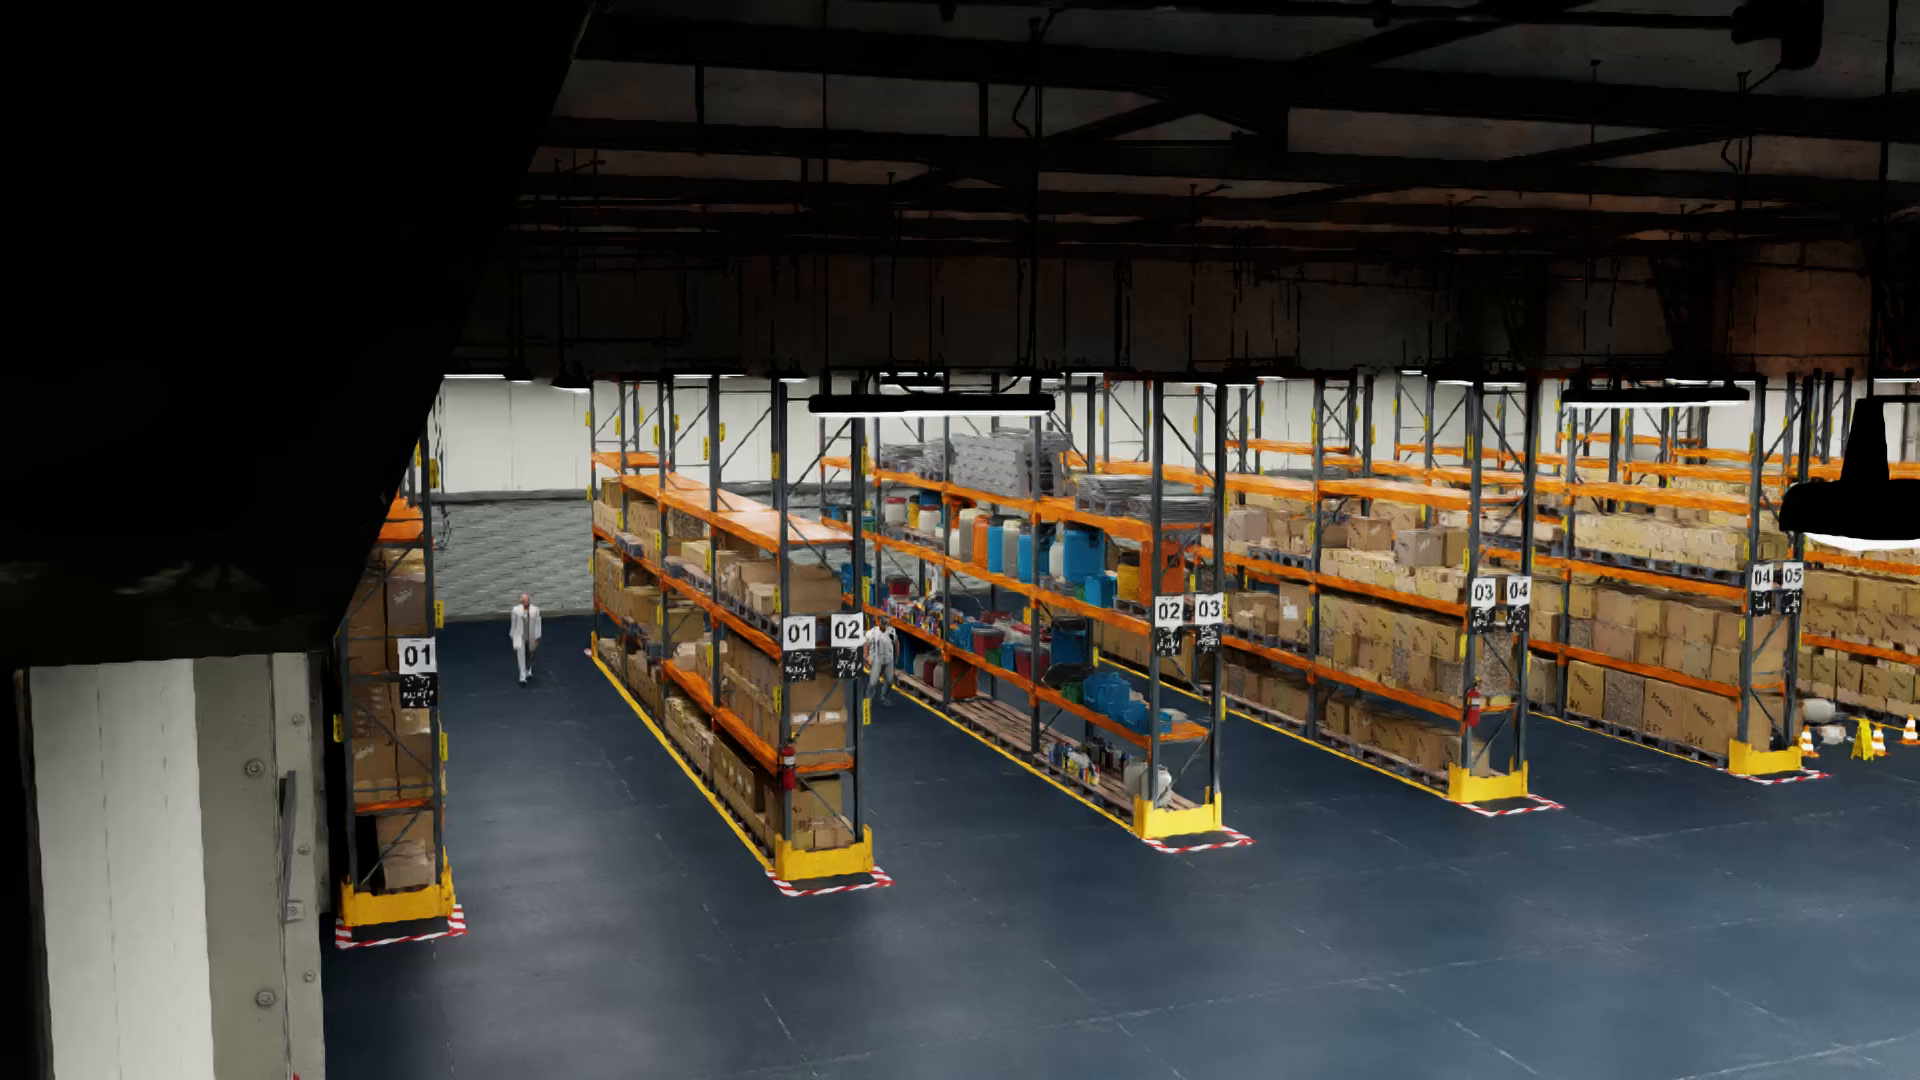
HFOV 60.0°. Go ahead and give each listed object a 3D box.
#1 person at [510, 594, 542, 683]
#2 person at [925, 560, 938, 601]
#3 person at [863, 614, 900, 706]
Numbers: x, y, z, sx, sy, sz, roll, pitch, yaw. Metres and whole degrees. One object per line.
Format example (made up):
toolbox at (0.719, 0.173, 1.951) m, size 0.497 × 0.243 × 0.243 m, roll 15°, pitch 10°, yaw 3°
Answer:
person at (-8.412, 1.876, 32.266) m, size 0.587 × 1.703 × 1.210 m, roll -3°, pitch 7°, yaw -23°
person at (-0.672, 1.160, 38.394) m, size 0.499 × 1.784 × 0.634 m, roll 0°, pitch 6°, yaw 4°
person at (-1.418, 2.150, 29.930) m, size 0.685 × 1.709 × 0.557 m, roll -3°, pitch 7°, yaw -22°
